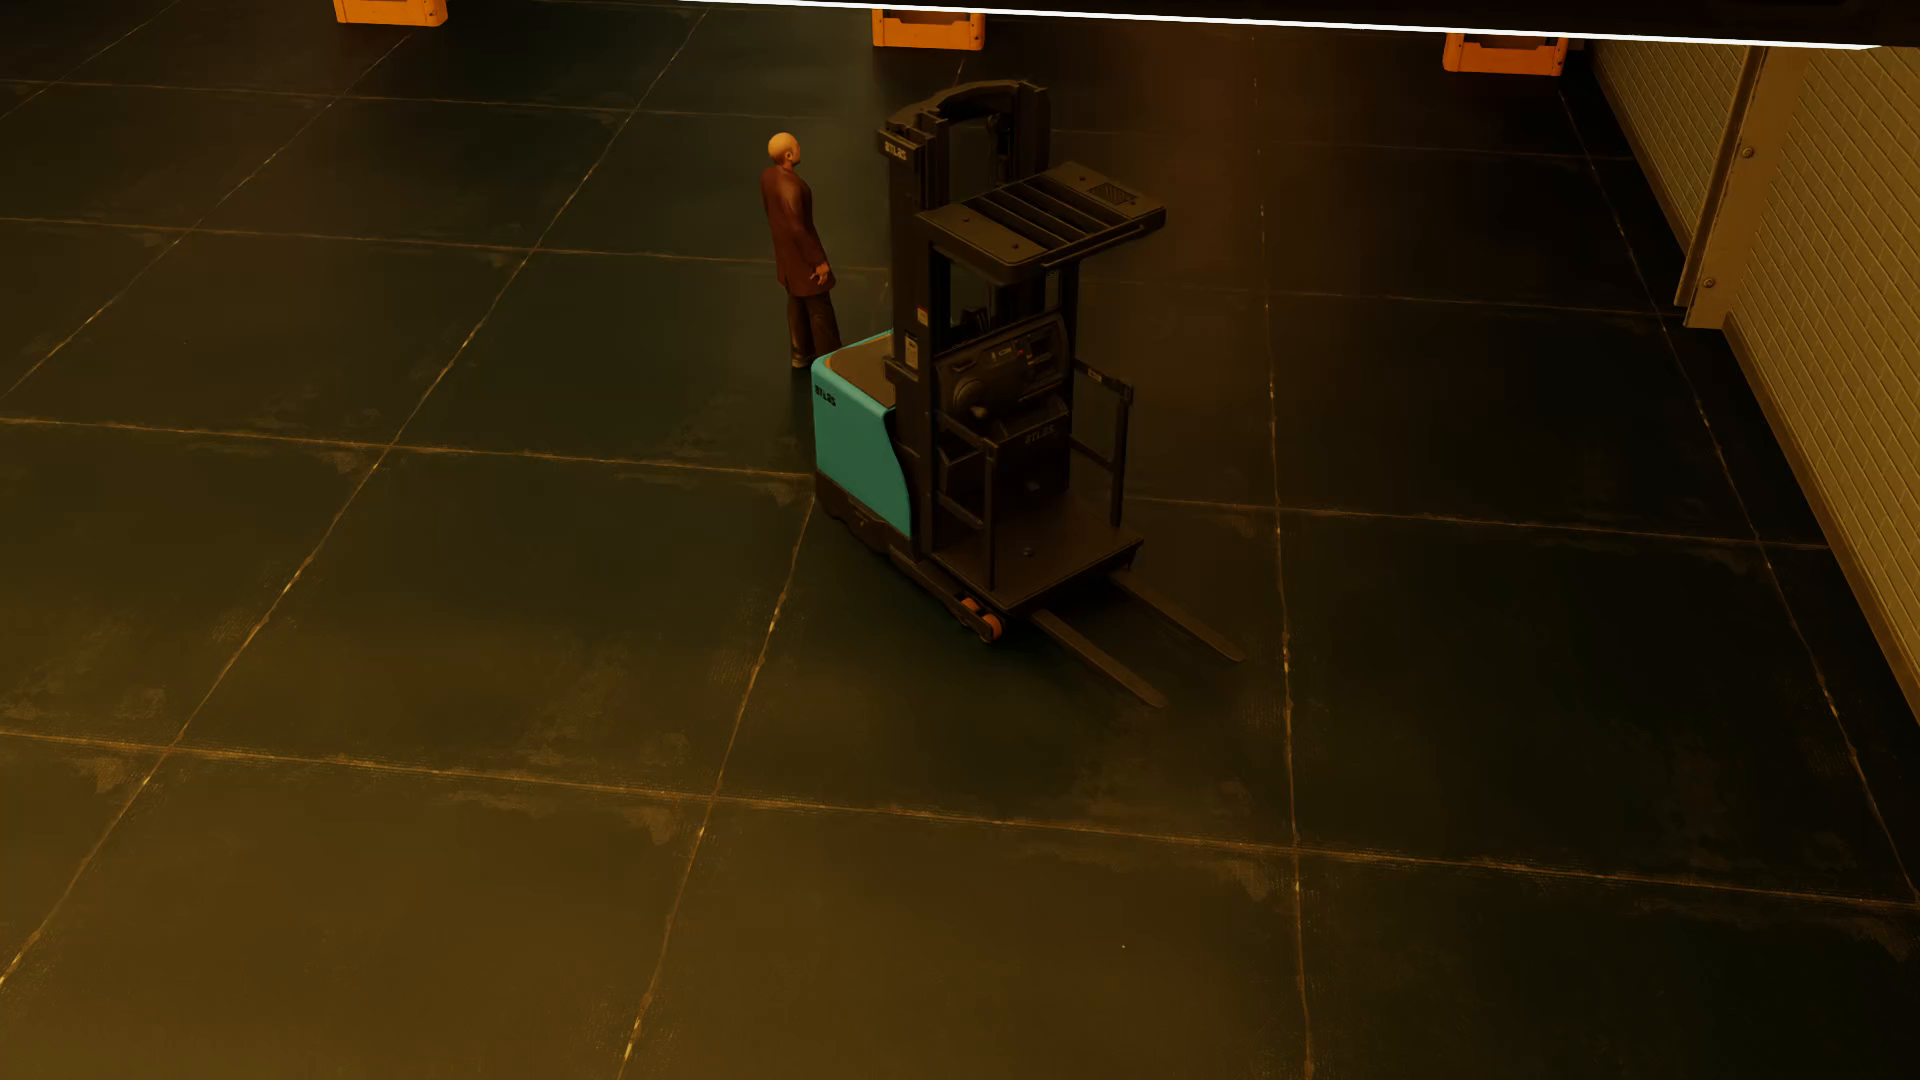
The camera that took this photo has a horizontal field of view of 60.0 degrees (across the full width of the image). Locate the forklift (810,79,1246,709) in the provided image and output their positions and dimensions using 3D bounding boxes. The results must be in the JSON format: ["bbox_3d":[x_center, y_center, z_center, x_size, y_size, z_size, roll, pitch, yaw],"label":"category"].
[{"bbox_3d":[0.382,-0.919,9.277,1.130,2.935,3.031,-26,43,-30],"label":"forklift"}]

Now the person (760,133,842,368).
[{"bbox_3d":[-1.043,-2.039,11.760,0.582,1.779,0.705,-17,40,-22],"label":"person"}]
